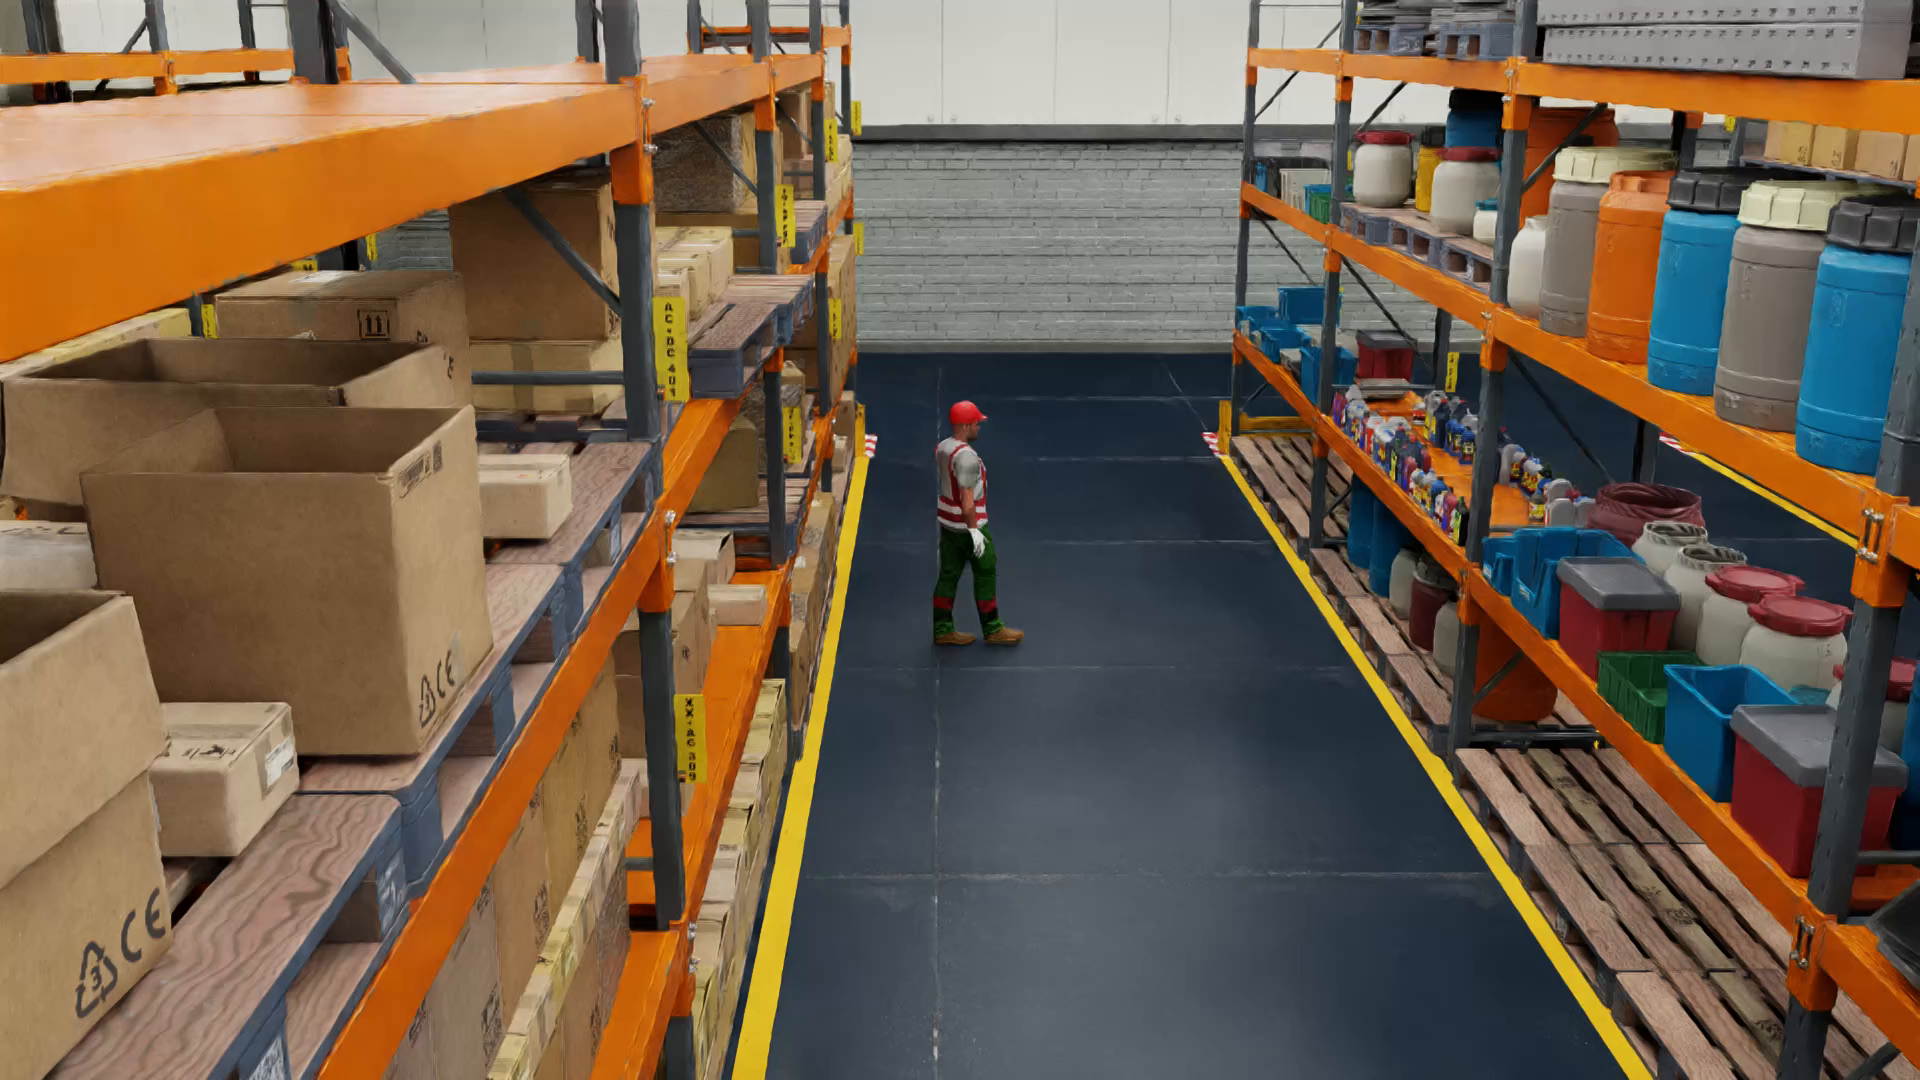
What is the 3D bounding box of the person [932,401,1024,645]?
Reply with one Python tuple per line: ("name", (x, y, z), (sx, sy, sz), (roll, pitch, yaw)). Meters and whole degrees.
("person", (0.119, -0.125, 11.880), (0.614, 1.786, 0.665), (-9, 19, -28))
